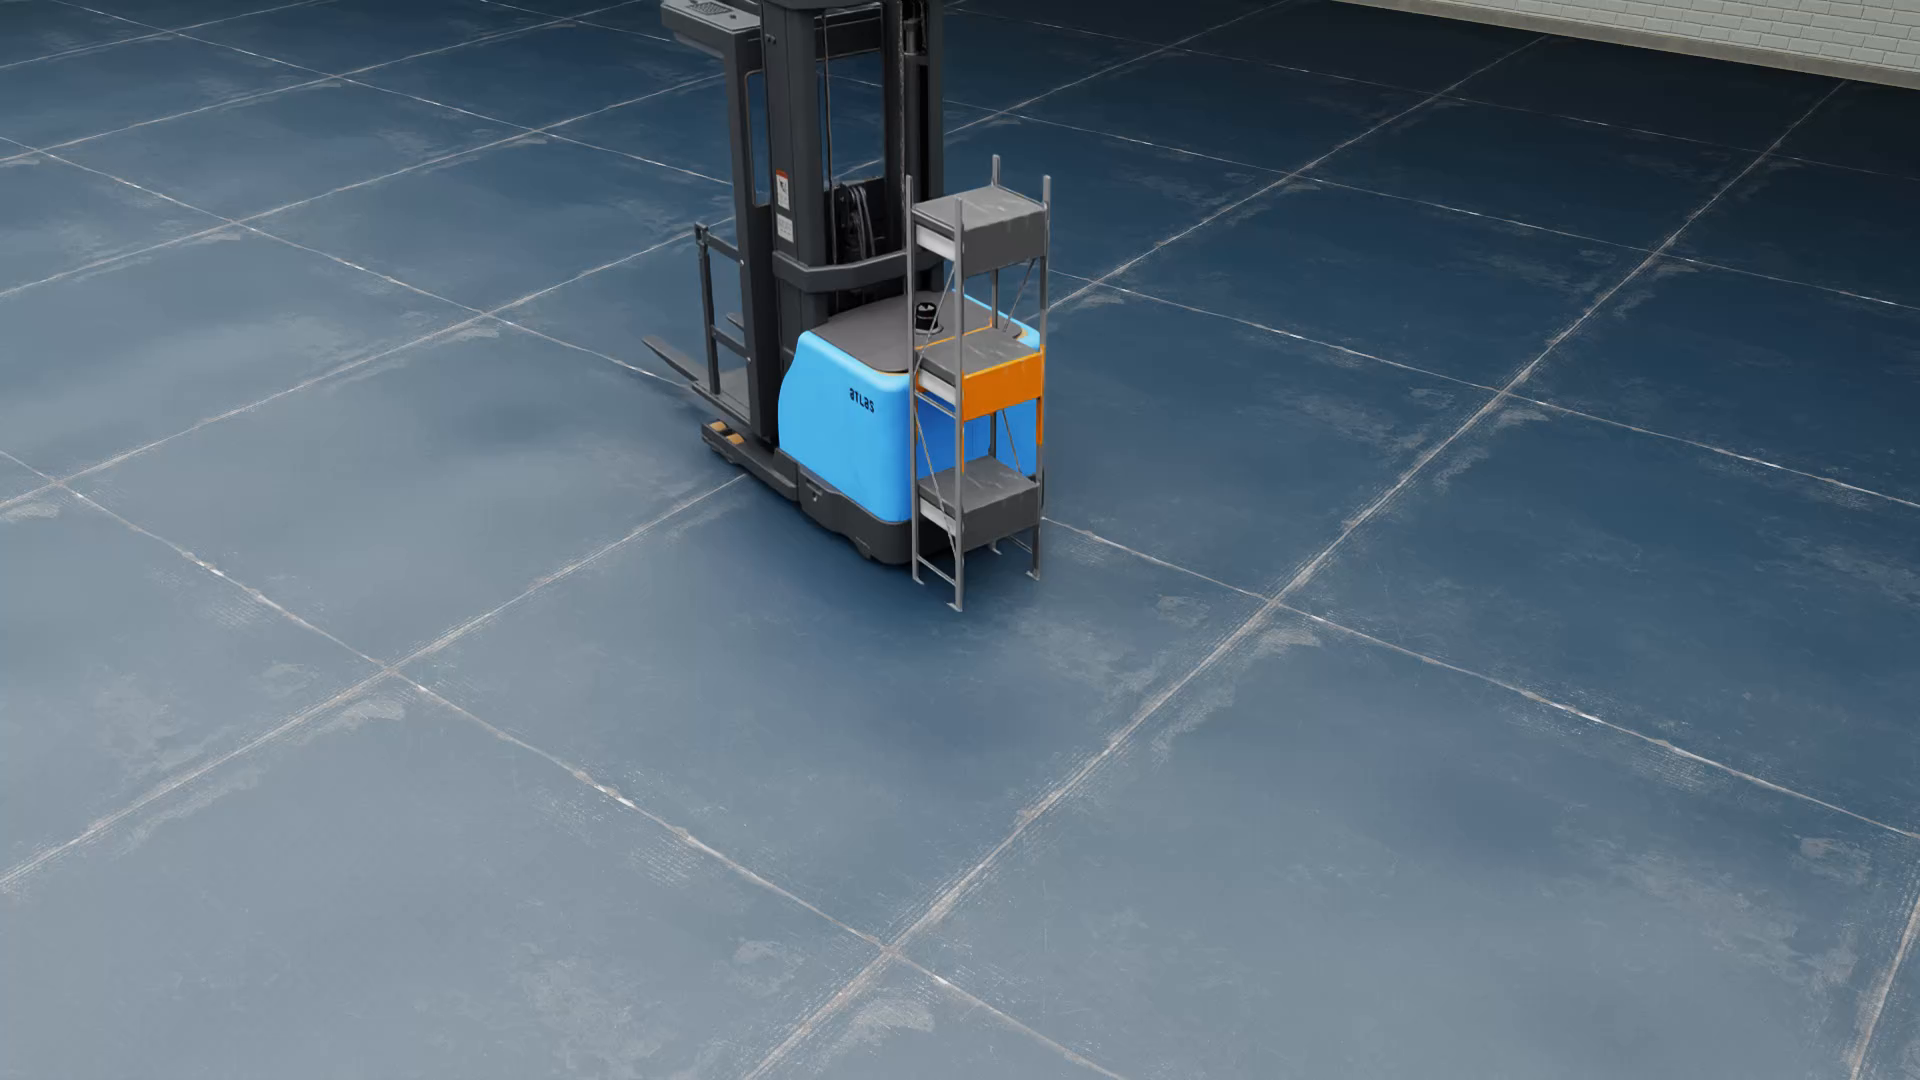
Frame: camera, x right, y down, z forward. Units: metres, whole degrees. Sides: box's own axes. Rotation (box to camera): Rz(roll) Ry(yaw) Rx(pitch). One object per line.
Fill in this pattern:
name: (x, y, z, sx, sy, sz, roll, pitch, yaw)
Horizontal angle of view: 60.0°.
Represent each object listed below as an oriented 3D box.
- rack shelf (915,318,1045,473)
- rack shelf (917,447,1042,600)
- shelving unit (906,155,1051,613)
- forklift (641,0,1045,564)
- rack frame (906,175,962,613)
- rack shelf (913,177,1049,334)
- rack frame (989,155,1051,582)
rack shelf: (0.080, -0.691, 7.883, 0.480, 0.518, 0.431, -21, 37, -31)
rack shelf: (0.080, -0.088, 8.240, 0.480, 0.518, 0.431, -21, 37, -31)
shelving unit: (0.080, -0.702, 7.876, 0.503, 2.100, 0.431, -21, 37, -31)
forklift: (-0.836, -1.832, 8.966, 1.130, 2.935, 3.031, -21, 36, -31)
rack frame: (-0.115, -0.628, 7.750, 0.015, 2.100, 0.400, -21, 37, -31)
rack shelf: (0.080, -1.293, 7.526, 0.480, 0.518, 0.431, -21, 37, -31)
rack frame: (0.276, -0.777, 8.001, 0.015, 2.100, 0.400, -21, 37, -31)
